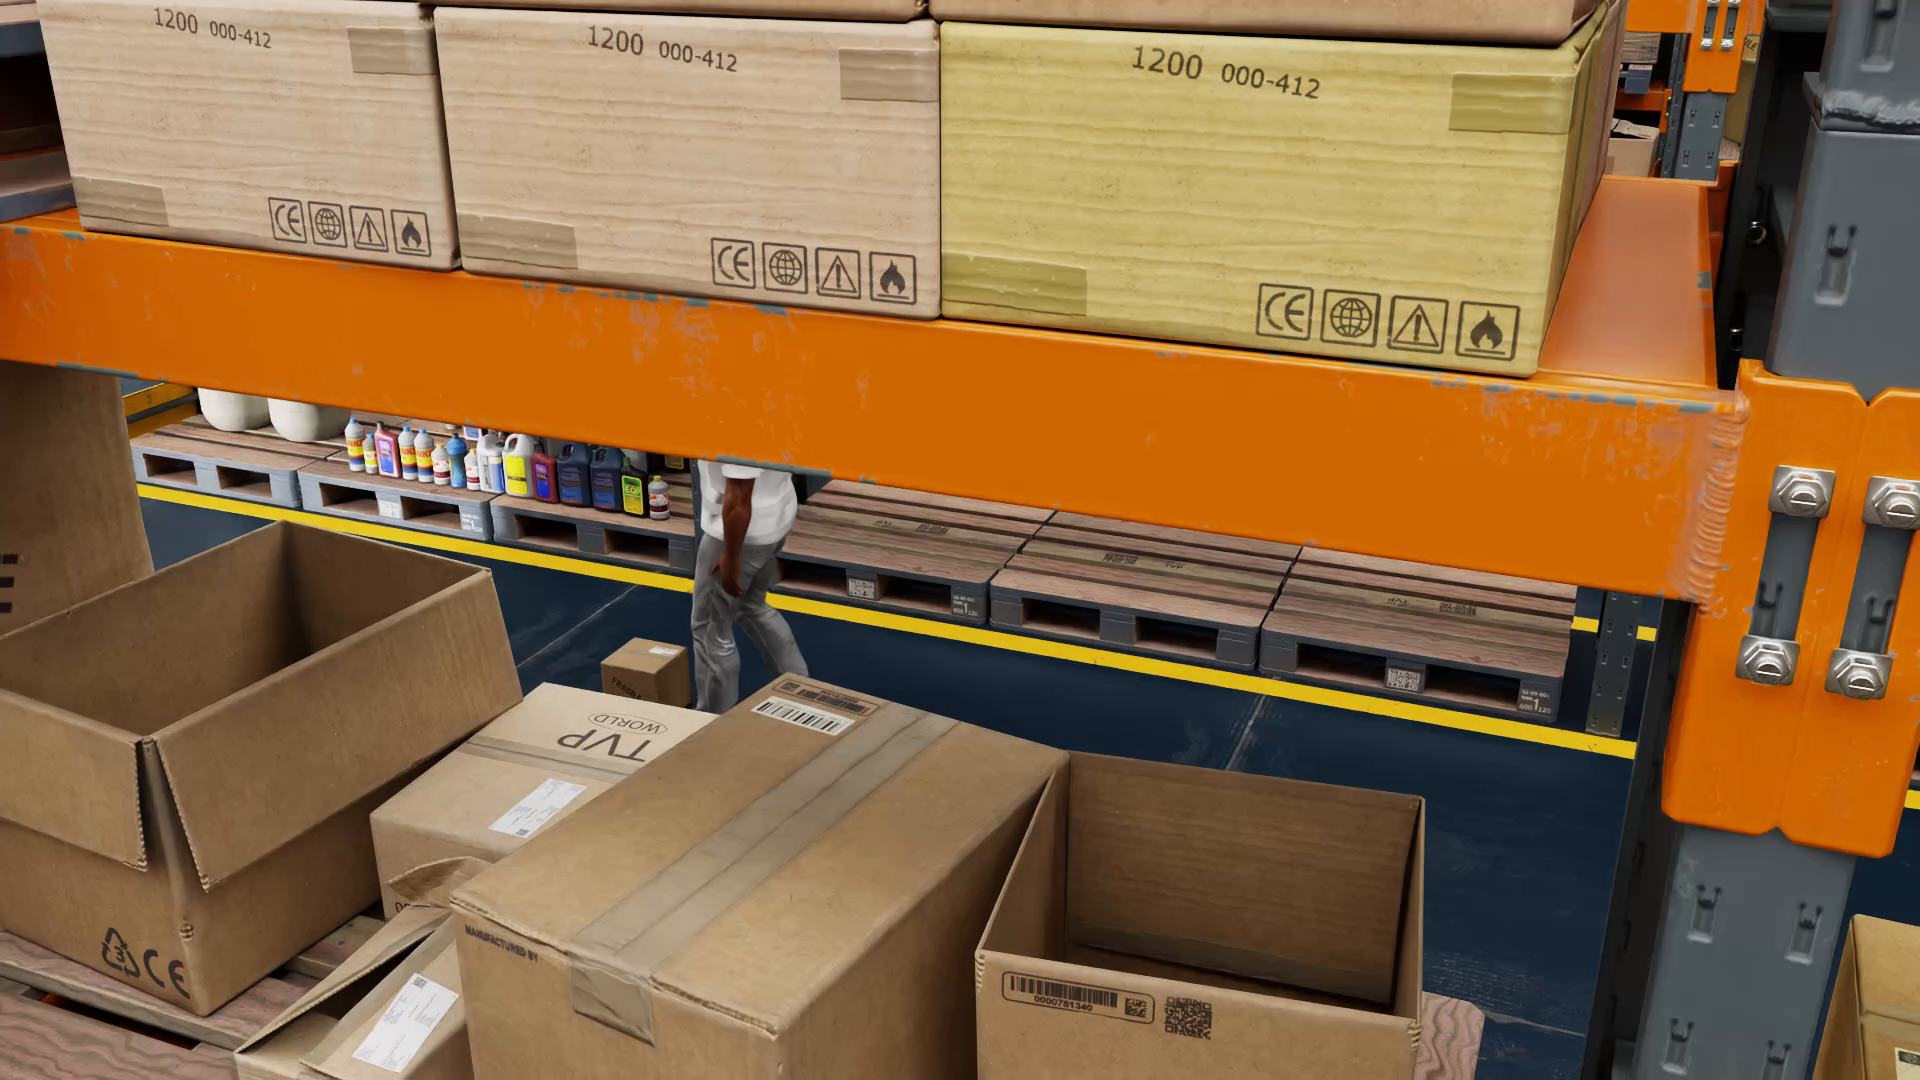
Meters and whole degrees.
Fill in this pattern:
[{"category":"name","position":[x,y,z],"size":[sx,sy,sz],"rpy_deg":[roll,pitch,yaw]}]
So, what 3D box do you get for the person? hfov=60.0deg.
[{"category":"person","position":[-0.872,-0.050,6.228],"size":[0.579,1.775,0.597],"rpy_deg":[5,23,12]}]
